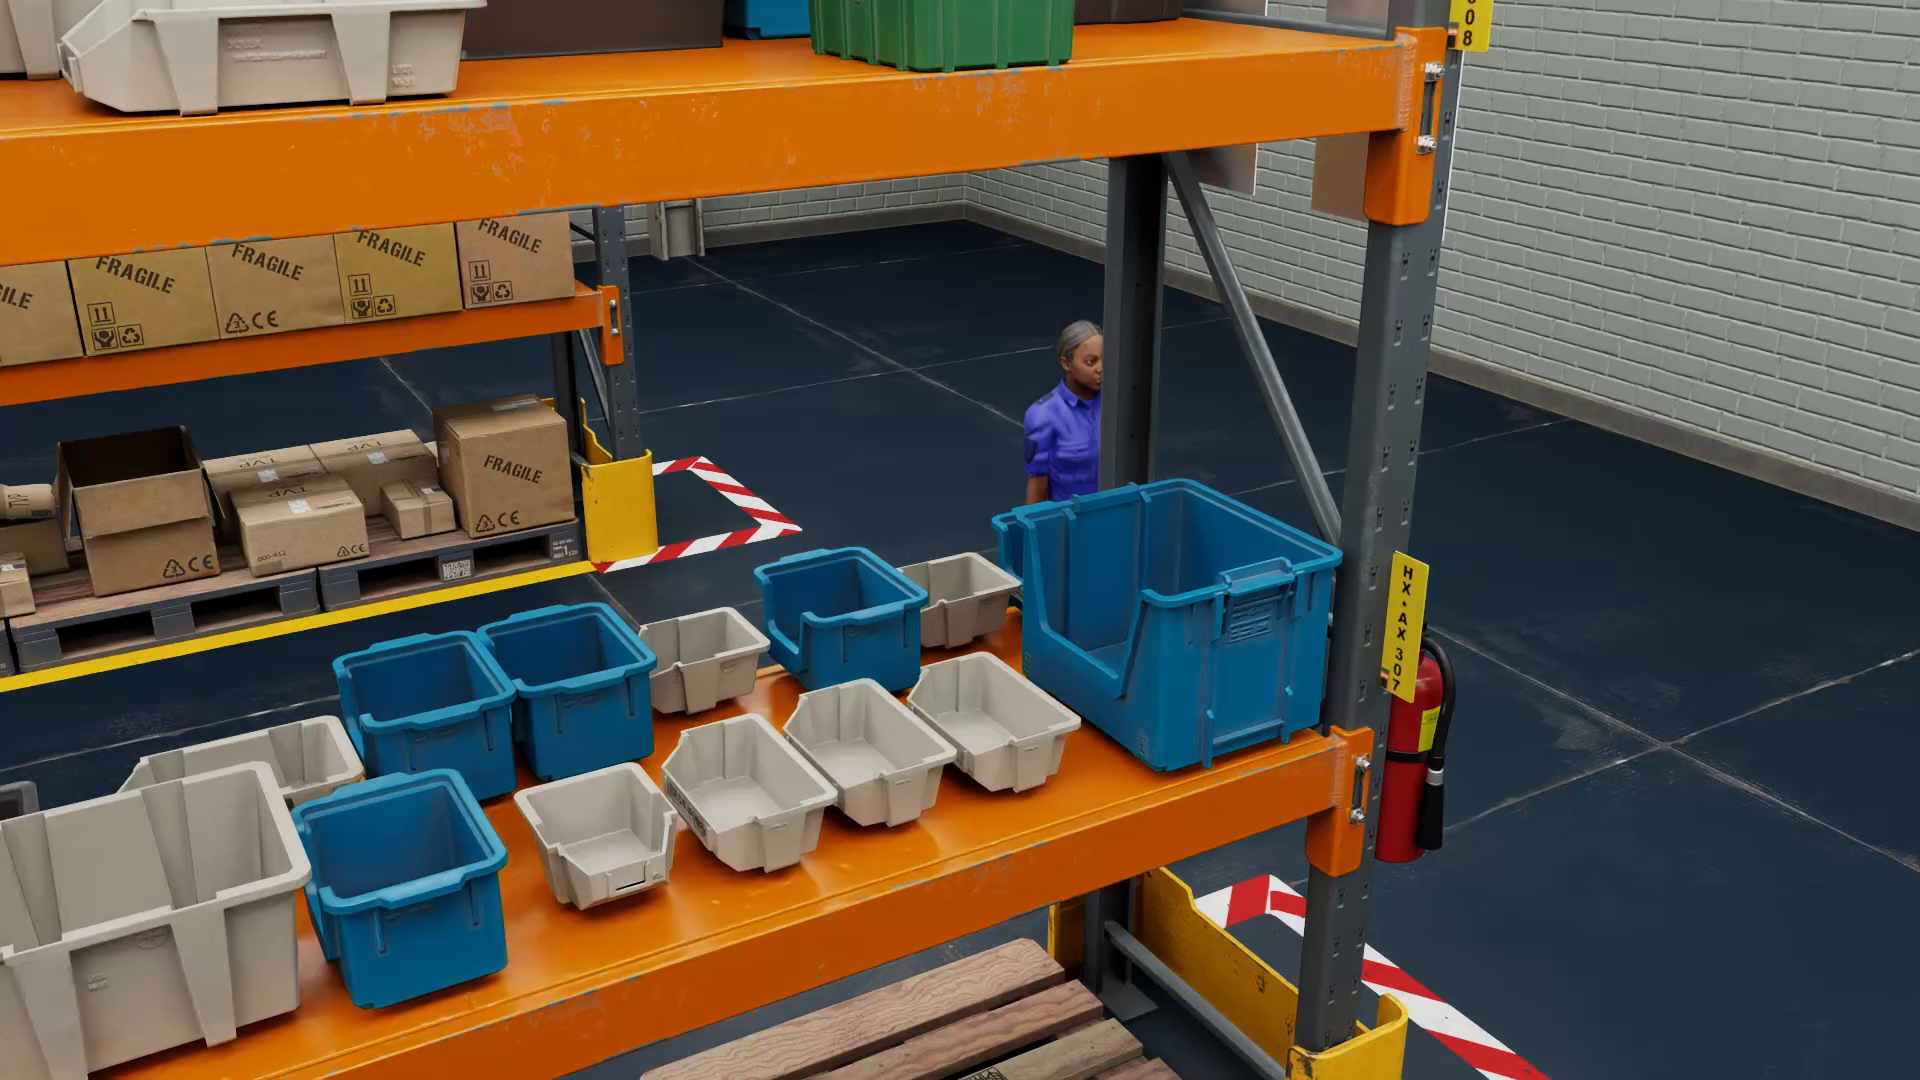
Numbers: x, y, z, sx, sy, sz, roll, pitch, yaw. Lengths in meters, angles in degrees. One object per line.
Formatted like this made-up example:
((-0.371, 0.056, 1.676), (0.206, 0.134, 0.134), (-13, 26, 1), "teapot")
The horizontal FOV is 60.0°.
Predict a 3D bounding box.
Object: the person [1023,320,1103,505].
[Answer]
((0.433, 0.018, 6.046), (0.435, 1.659, 0.309), (-12, 25, -27), "person")
